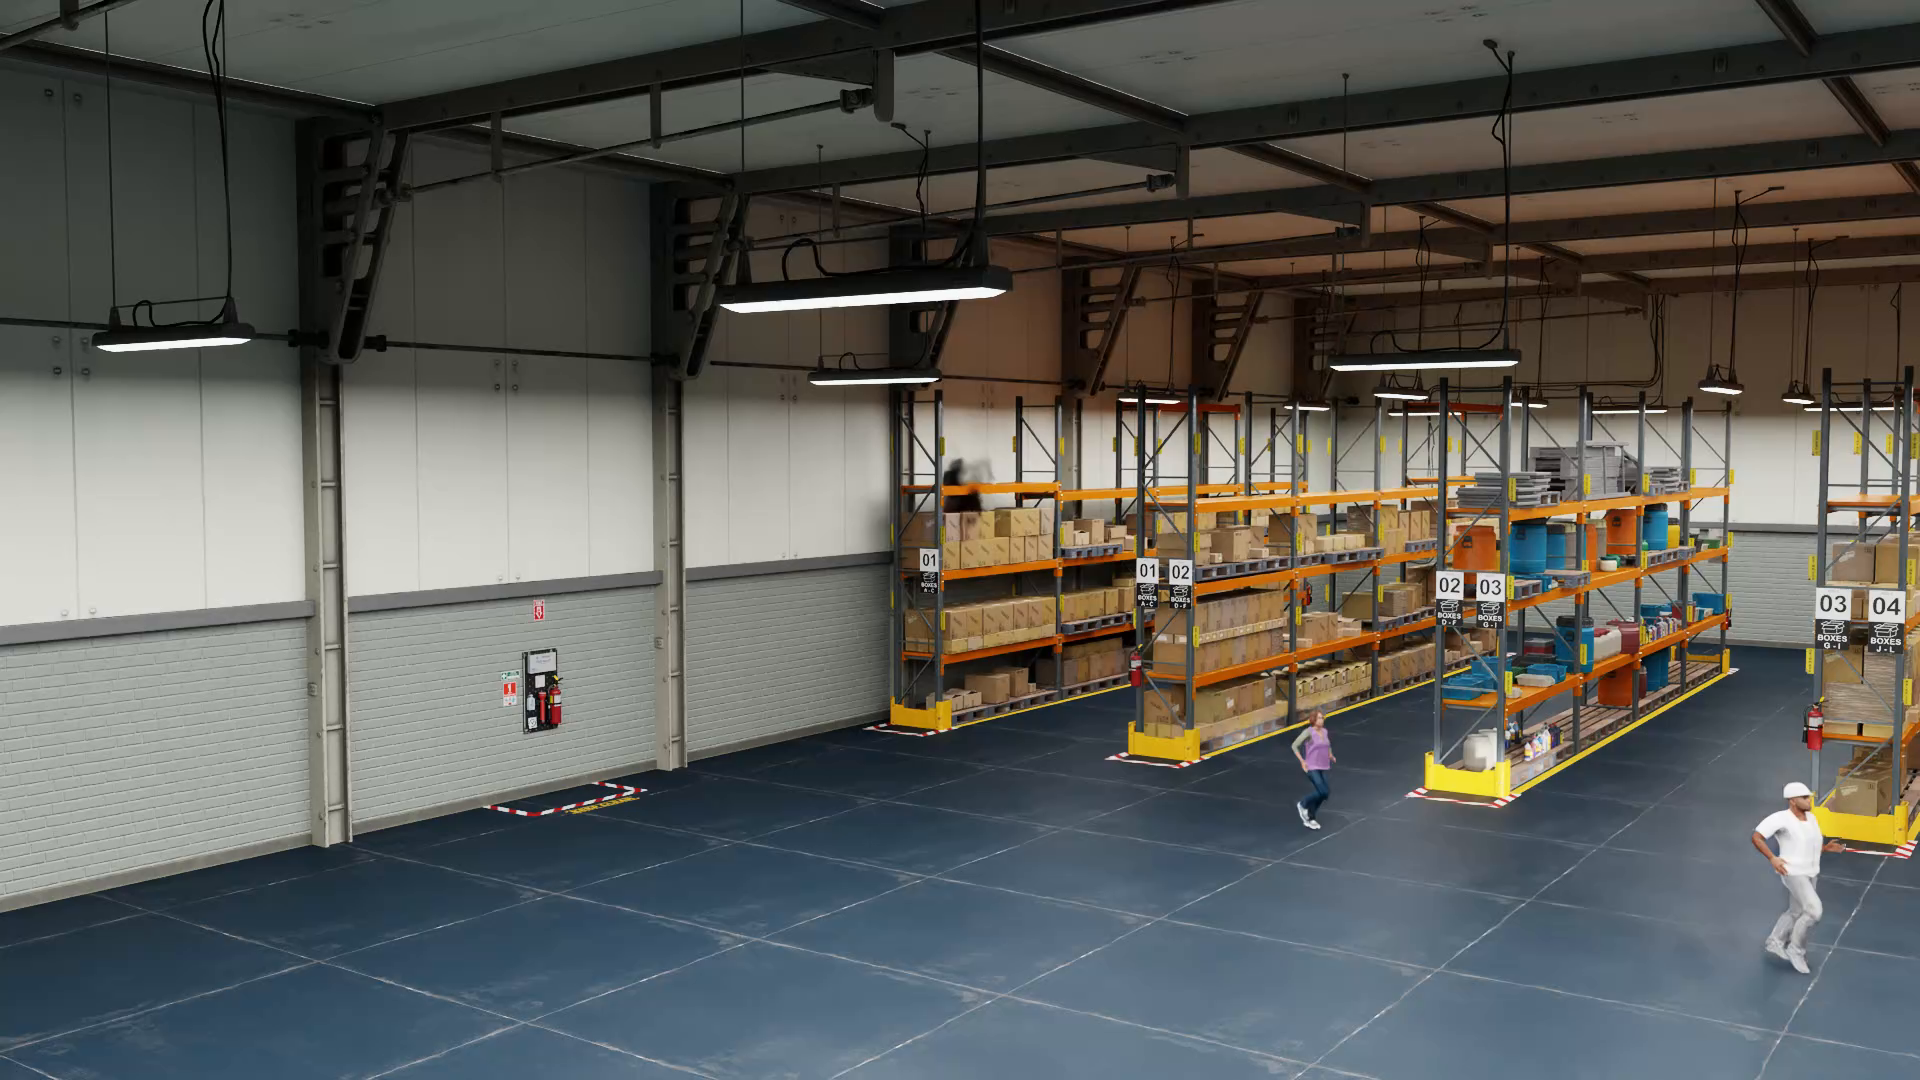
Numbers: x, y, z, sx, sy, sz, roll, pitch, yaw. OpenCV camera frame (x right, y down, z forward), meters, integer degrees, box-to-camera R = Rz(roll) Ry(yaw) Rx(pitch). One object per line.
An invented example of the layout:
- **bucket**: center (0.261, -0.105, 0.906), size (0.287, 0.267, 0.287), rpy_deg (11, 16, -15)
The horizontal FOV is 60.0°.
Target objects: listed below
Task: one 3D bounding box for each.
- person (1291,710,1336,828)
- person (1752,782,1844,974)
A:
- **person**: center (4.673, 2.999, 21.684), size (0.525, 1.557, 0.529), rpy_deg (-2, 4, -33)
- **person**: center (8.052, 3.230, 15.929), size (0.674, 1.809, 0.696), rpy_deg (-2, 4, -33)
